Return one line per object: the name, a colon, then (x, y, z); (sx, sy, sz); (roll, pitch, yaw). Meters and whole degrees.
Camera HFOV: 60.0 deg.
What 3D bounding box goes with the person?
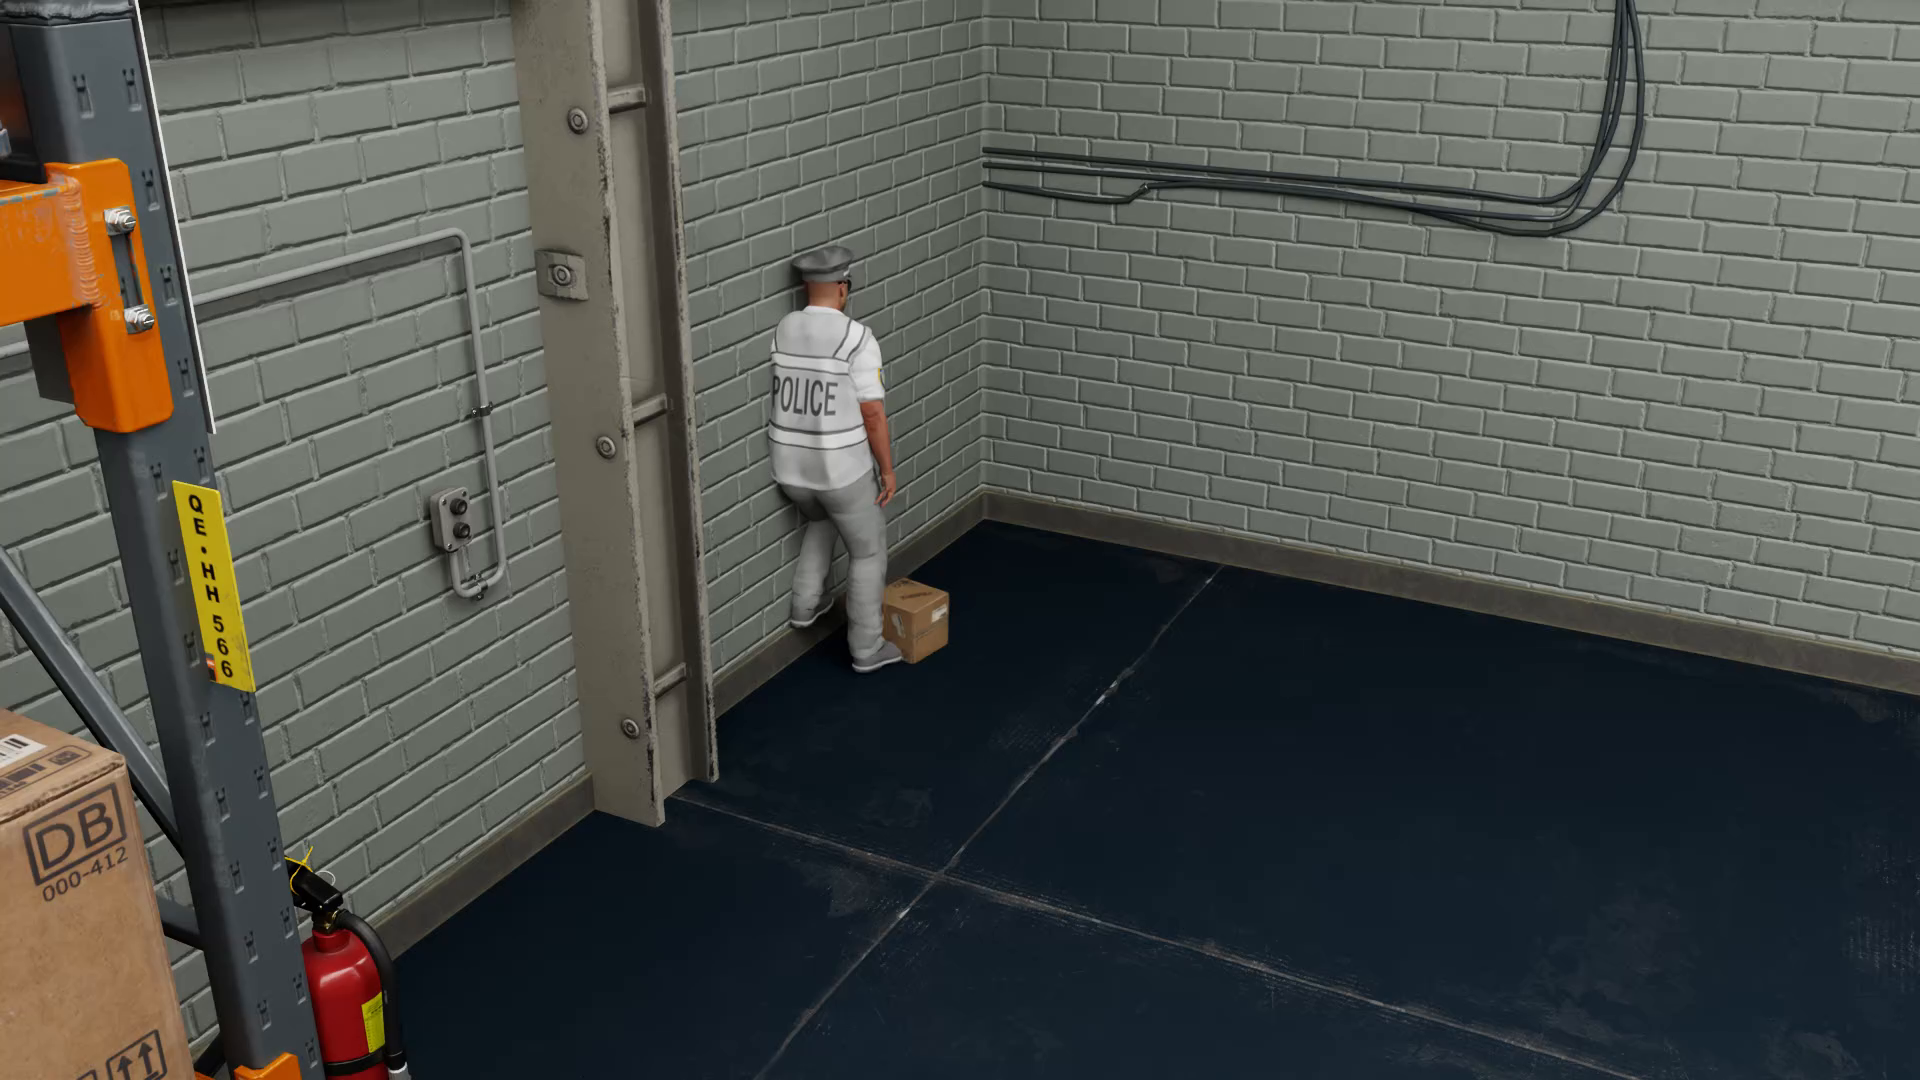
person: (-0.525, -0.317, 6.847); (0.589, 1.746, 0.524); (10, 25, 23)
